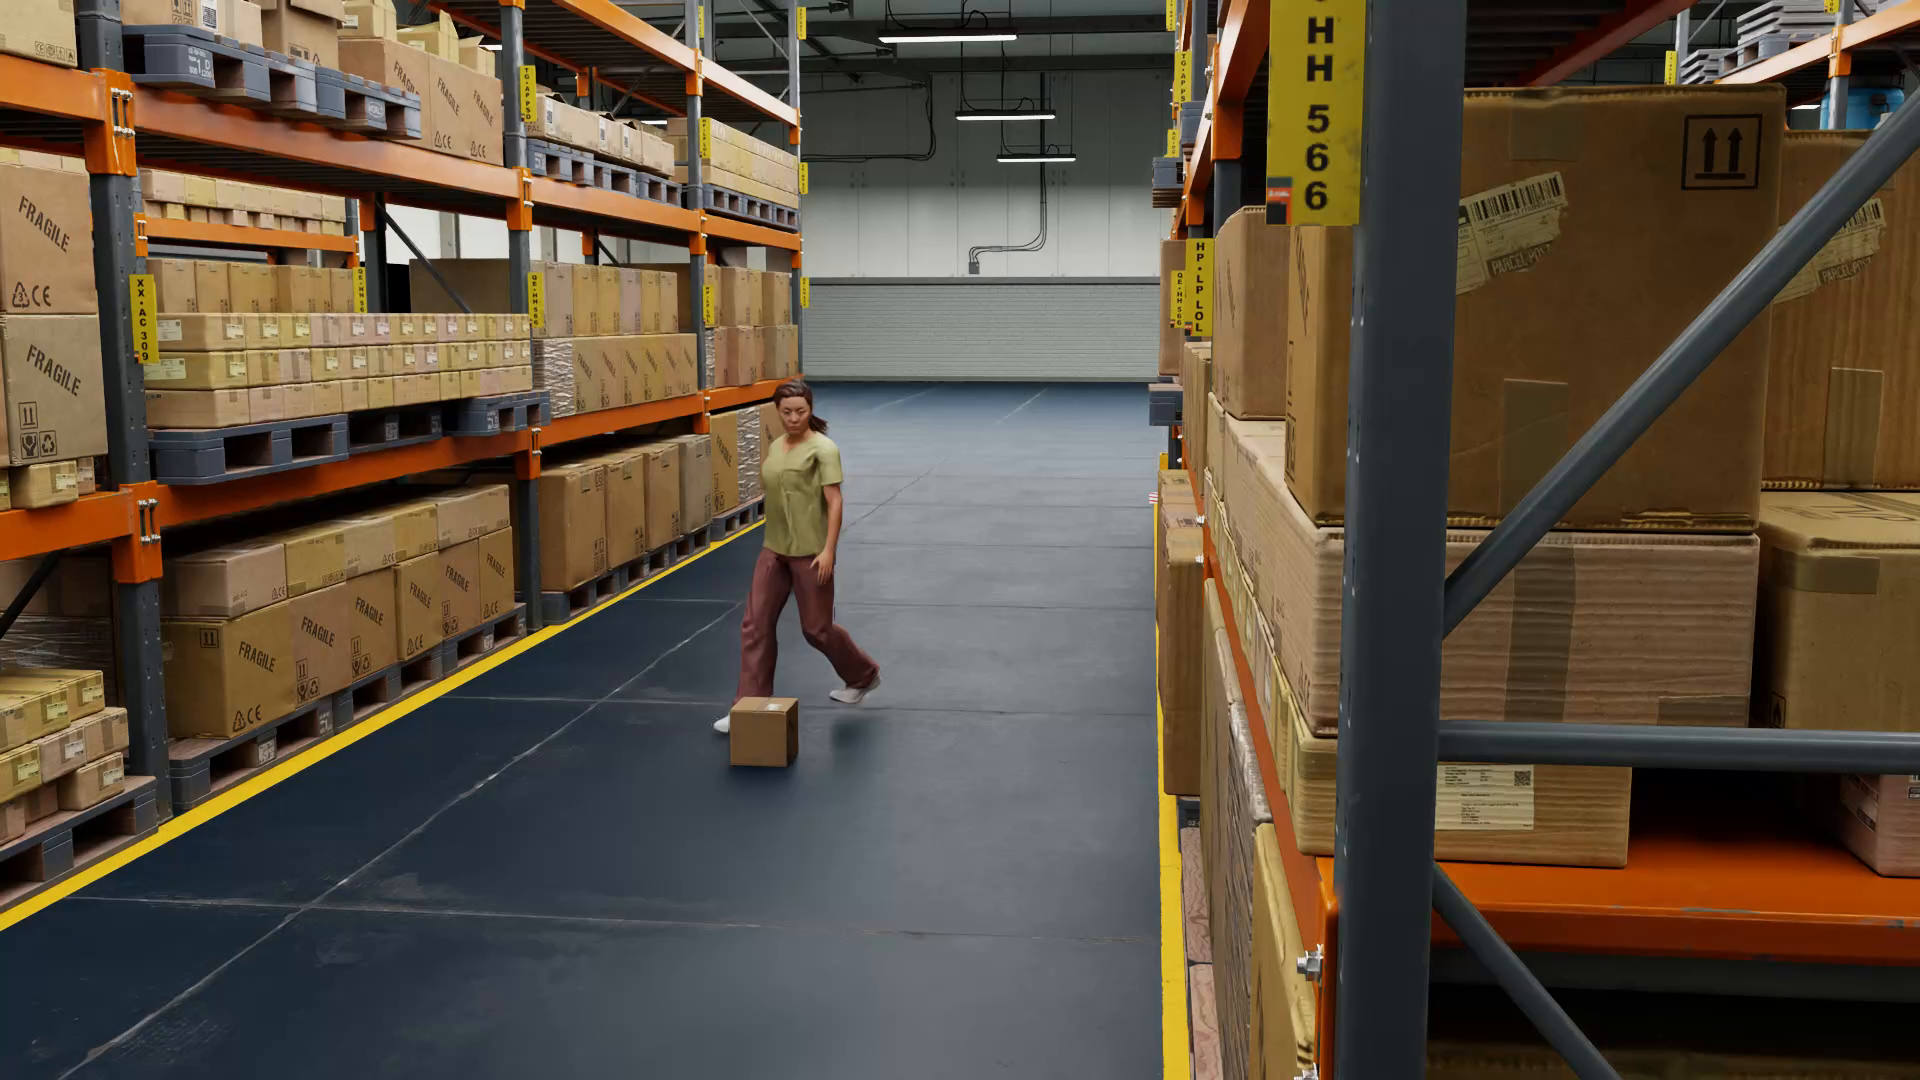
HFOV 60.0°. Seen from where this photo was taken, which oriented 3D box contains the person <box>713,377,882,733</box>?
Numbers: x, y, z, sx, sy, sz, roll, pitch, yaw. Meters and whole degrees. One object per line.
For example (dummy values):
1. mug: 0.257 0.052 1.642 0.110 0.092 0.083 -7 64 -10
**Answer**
1. person: -0.763 0.057 7.875 0.474 1.650 0.856 6 10 38
